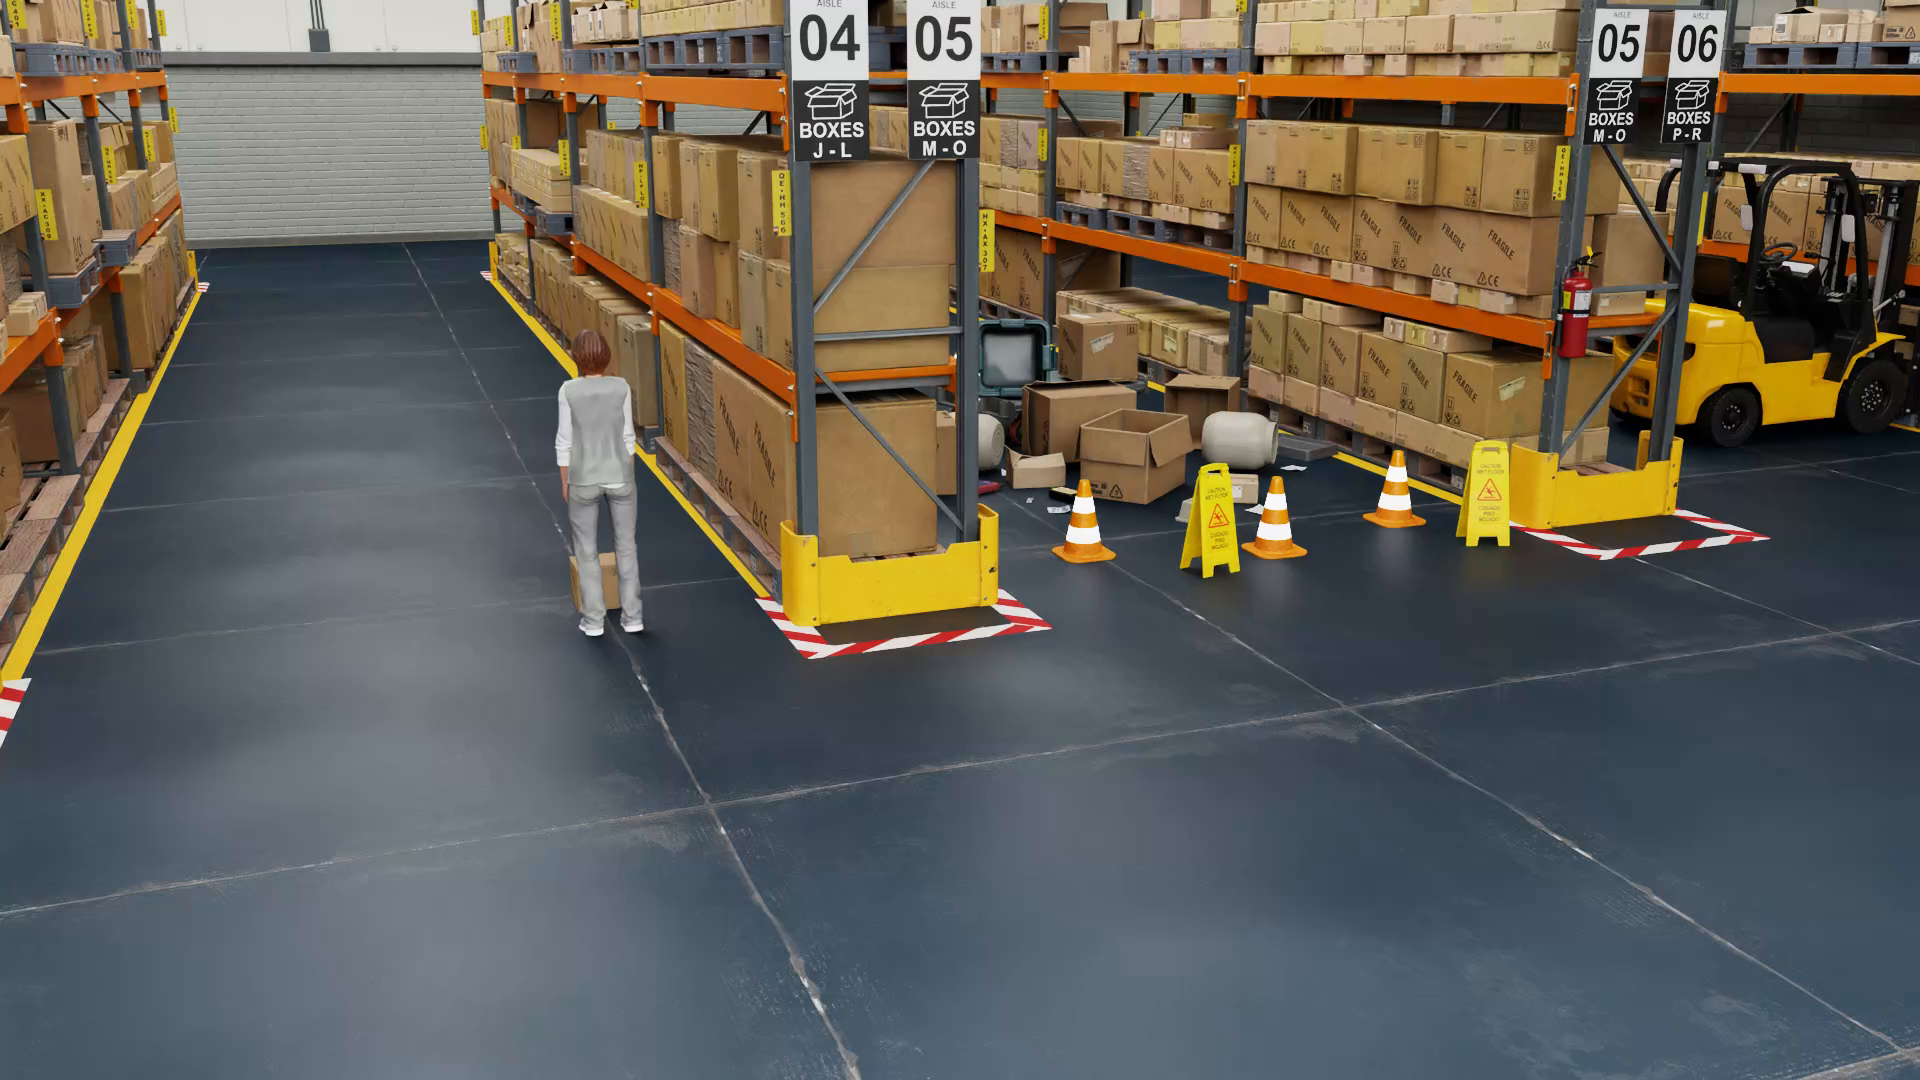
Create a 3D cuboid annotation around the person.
[{"bbox_3d":[-1.865,-0.284,8.568,0.407,1.598,0.303,-6,17,-19],"label":"person"}]
